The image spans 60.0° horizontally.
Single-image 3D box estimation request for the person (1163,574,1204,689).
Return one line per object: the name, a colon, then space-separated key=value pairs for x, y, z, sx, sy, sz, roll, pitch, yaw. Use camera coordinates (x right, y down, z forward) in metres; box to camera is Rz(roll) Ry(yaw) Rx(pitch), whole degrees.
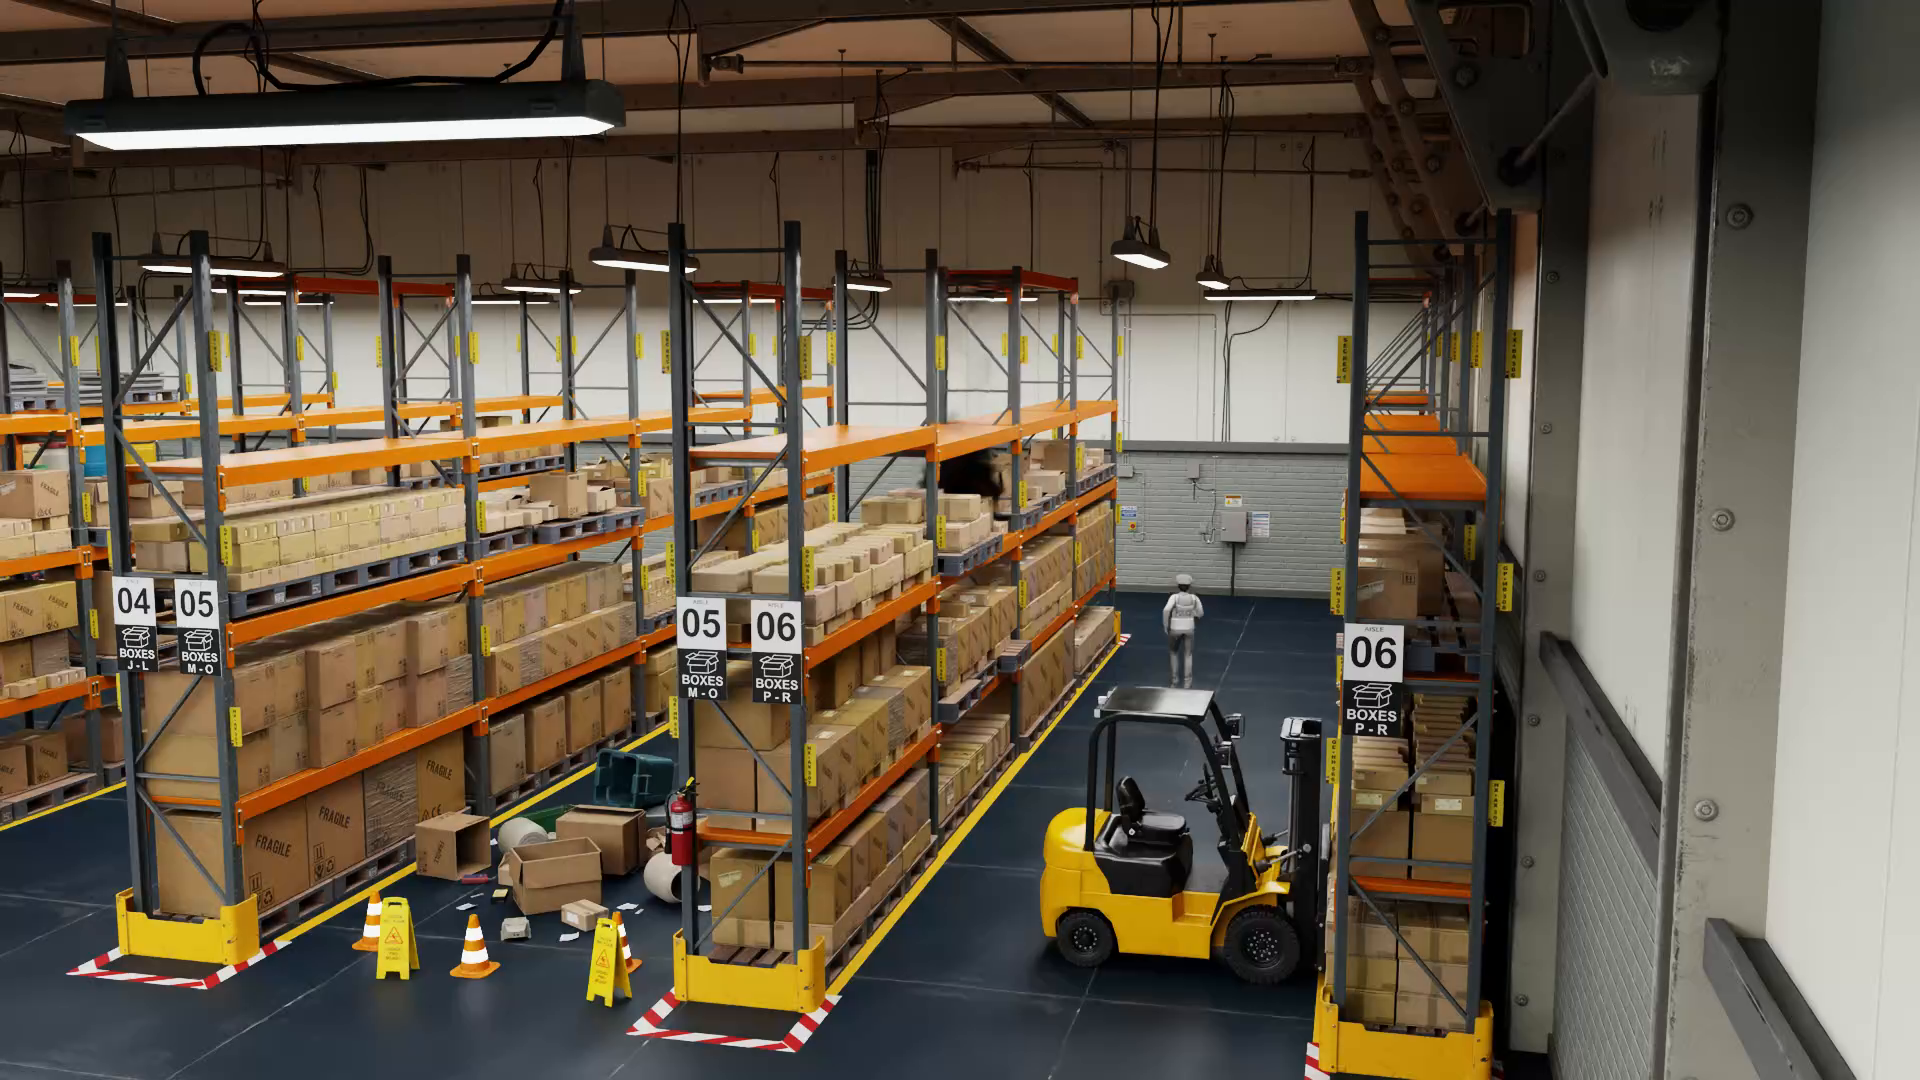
person: x=3.242 y=1.379 z=24.200 sx=0.627 sy=1.758 sz=0.767 roll=0 pitch=7 yaw=2
